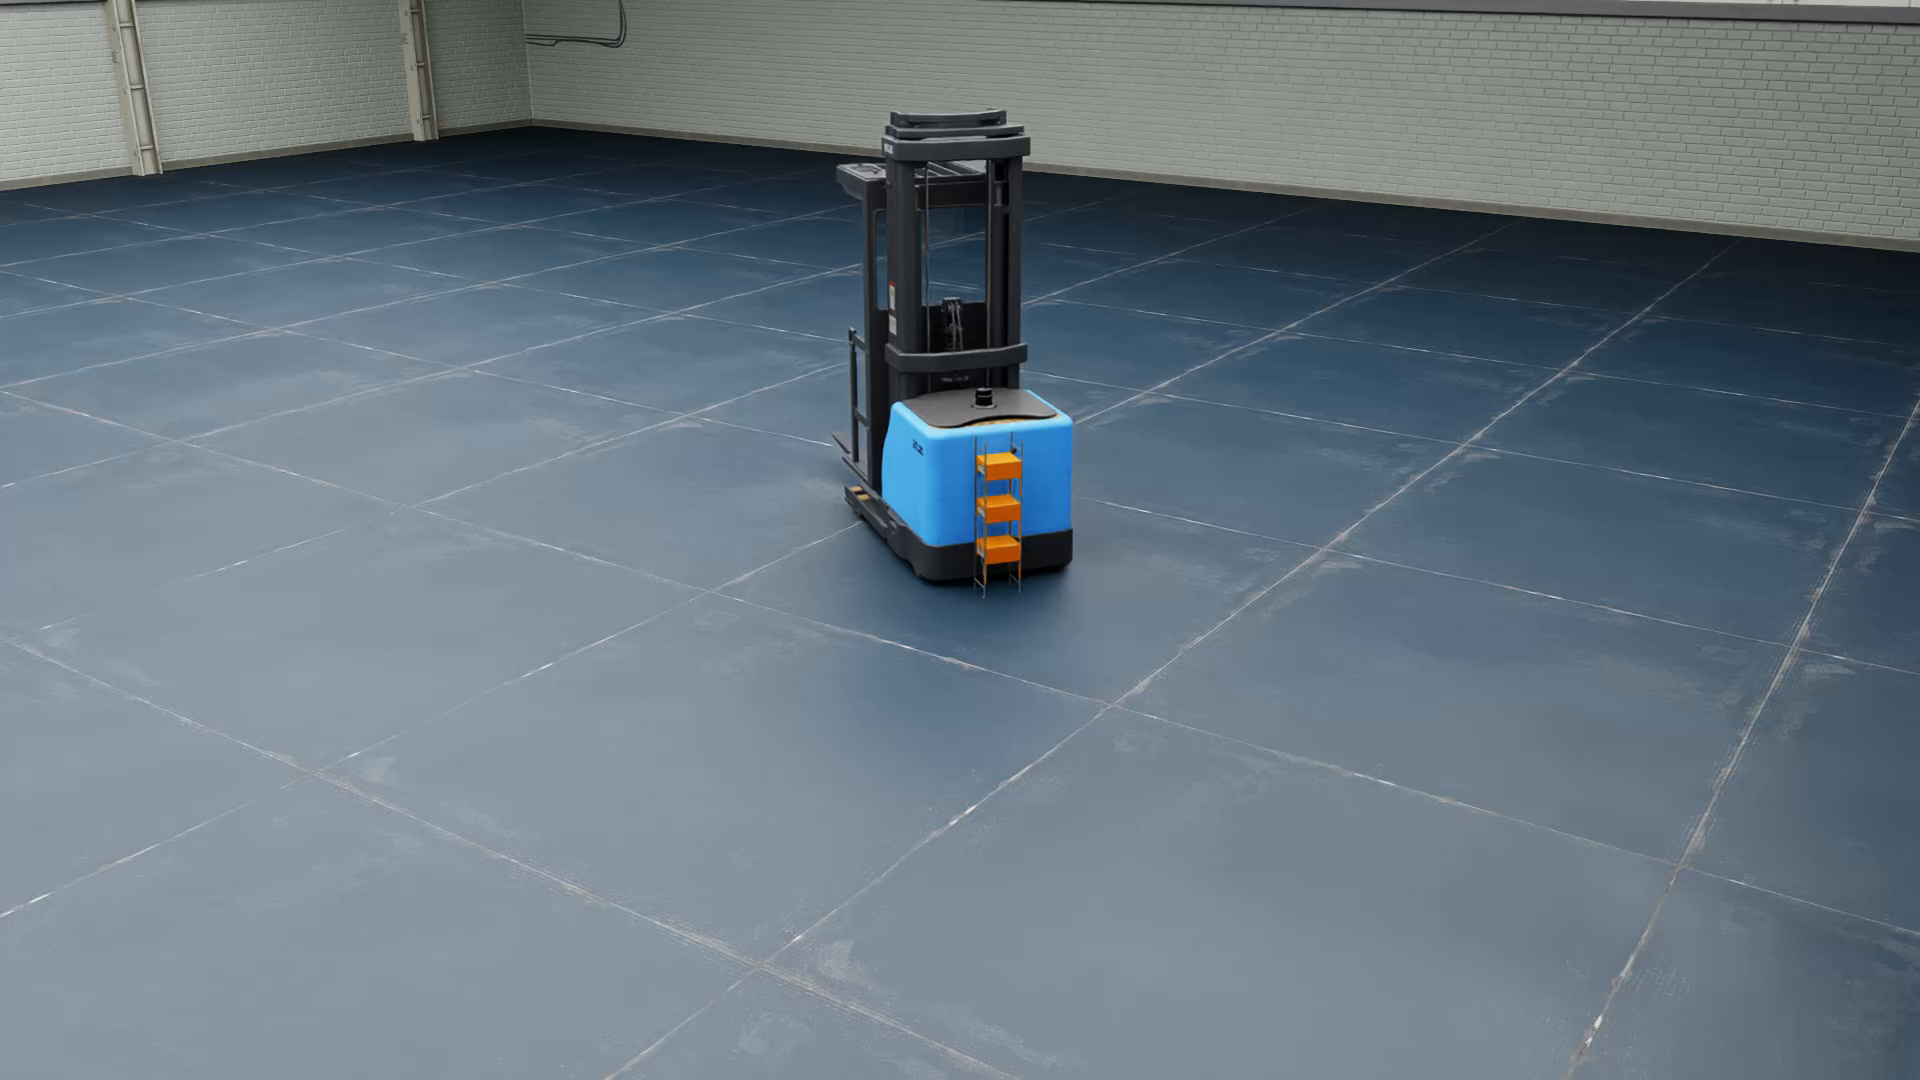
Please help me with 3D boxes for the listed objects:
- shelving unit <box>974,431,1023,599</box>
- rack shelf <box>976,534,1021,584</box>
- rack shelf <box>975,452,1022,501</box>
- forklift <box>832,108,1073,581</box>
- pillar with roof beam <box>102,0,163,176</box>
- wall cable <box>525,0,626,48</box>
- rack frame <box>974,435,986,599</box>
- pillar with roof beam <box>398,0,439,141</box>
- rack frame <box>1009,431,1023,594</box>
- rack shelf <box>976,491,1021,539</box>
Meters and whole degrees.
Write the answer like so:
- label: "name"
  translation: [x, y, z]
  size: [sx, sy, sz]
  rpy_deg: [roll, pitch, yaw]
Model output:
- label: "shelving unit"
  translation: [0.243, -0.158, 10.677]
  size: [0.252, 1.050, 0.215]
  rpy_deg: [-7, 21, -18]
- label: "rack shelf"
  translation: [0.243, 0.113, 10.778]
  size: [0.240, 0.259, 0.215]
  rpy_deg: [-7, 21, -18]
- label: "rack shelf"
  translation: [0.243, -0.414, 10.583]
  size: [0.240, 0.259, 0.215]
  rpy_deg: [-7, 21, -18]
- label: "forklift"
  translation: [-0.216, -1.586, 11.829]
  size: [1.130, 2.935, 3.031]
  rpy_deg: [-7, 21, -18]
- label: "pillar with roof beam"
  translation: [-10.644, -9.783, 25.242]
  size: [9.100, 9.000, 0.400]
  rpy_deg: [13, 24, 32]
- label: "wall cable"
  translation: [-8.082, -11.475, 34.292]
  size: [3.097, 2.526, 0.112]
  rpy_deg: [13, 24, 32]
- label: "rack frame"
  translation: [0.128, -0.143, 10.639]
  size: [0.008, 1.050, 0.200]
  rpy_deg: [-7, 21, -18]
- label: "pillar with roof beam"
  translation: [-7.271, -11.505, 29.896]
  size: [9.100, 9.000, 0.400]
  rpy_deg: [13, 24, 32]
- label: "rack frame"
  translation: [0.358, -0.172, 10.716]
  size: [0.008, 1.050, 0.200]
  rpy_deg: [-7, 21, -18]
- label: "rack shelf"
  translation: [0.243, -0.148, 10.681]
  size: [0.240, 0.259, 0.215]
  rpy_deg: [-7, 21, -18]
